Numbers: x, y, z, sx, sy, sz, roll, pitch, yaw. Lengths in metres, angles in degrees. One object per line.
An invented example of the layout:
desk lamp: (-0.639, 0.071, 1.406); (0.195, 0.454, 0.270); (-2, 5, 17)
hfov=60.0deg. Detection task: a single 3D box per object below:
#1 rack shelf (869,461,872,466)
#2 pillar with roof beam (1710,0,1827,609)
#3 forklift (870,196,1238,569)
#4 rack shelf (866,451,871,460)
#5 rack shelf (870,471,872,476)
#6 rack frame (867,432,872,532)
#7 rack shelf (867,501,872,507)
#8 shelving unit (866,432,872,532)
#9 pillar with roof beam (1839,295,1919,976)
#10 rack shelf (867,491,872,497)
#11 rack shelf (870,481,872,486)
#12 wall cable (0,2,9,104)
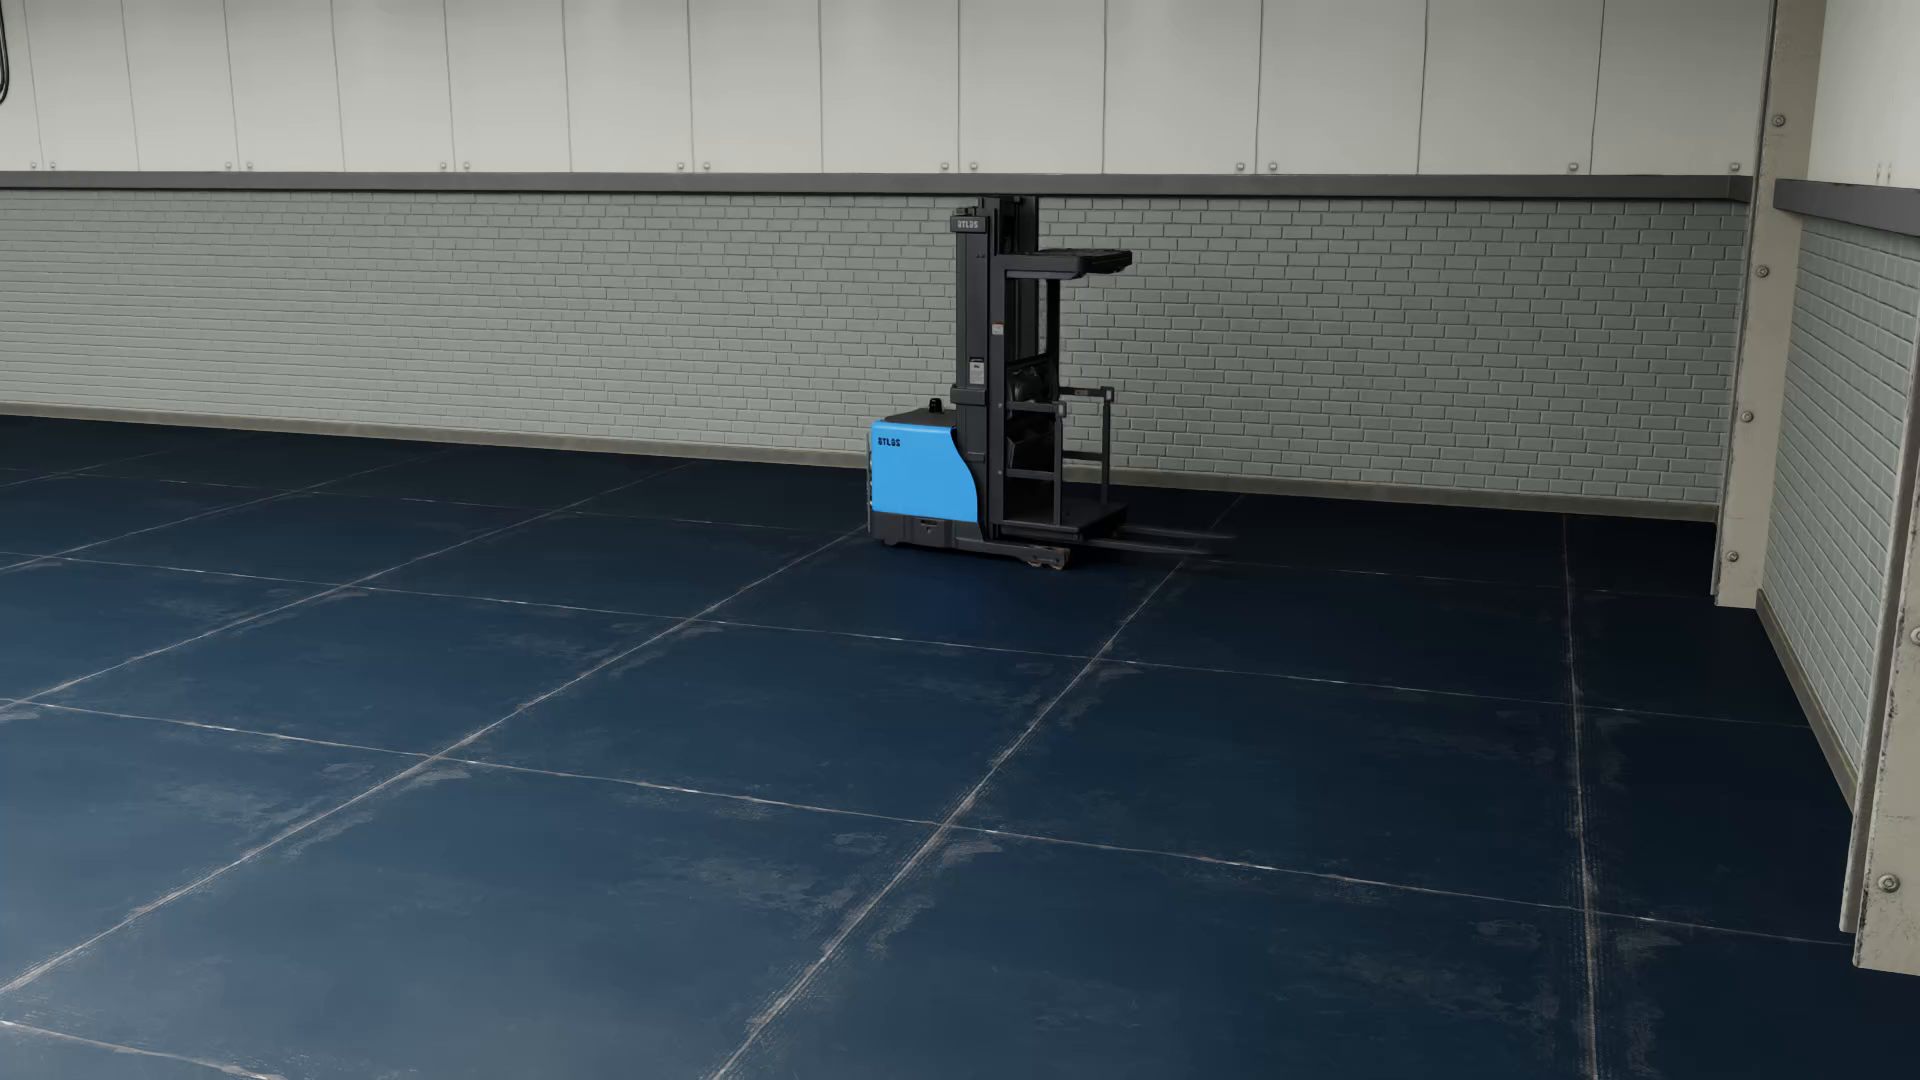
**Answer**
rack shelf: (-0.665, -0.661, 14.702); (0.258, 0.077, 0.200); (6, 14, 25)
pillar with roof beam: (1.748, -4.241, 12.846); (9.100, 9.000, 0.400); (4, 14, 18)
forklift: (0.780, -1.326, 13.712); (3.031, 2.935, 1.130); (7, 14, 27)
rack shelf: (-0.665, -0.749, 14.682); (0.258, 0.077, 0.200); (6, 14, 25)
rack shelf: (-0.665, -0.573, 14.722); (0.258, 0.077, 0.200); (6, 14, 25)
rack frame: (-0.710, -0.498, 14.645); (0.240, 0.900, 0.006); (6, 14, 25)
rack shelf: (-0.665, -0.310, 14.782); (0.258, 0.077, 0.200); (6, 14, 25)
shelving unit: (-0.665, -0.518, 14.734); (0.258, 0.900, 0.210); (6, 14, 25)
pillar with roof beam: (-0.194, -2.978, 7.311); (9.100, 9.000, 0.400); (4, 14, 18)
rack shelf: (-0.665, -0.398, 14.762); (0.258, 0.077, 0.200); (6, 14, 25)
rack shelf: (-0.665, -0.485, 14.742); (0.258, 0.077, 0.200); (6, 14, 25)
wall cable: (-12.802, -7.695, 20.337); (2.305, 6.003, 0.169); (4, 14, 18)
